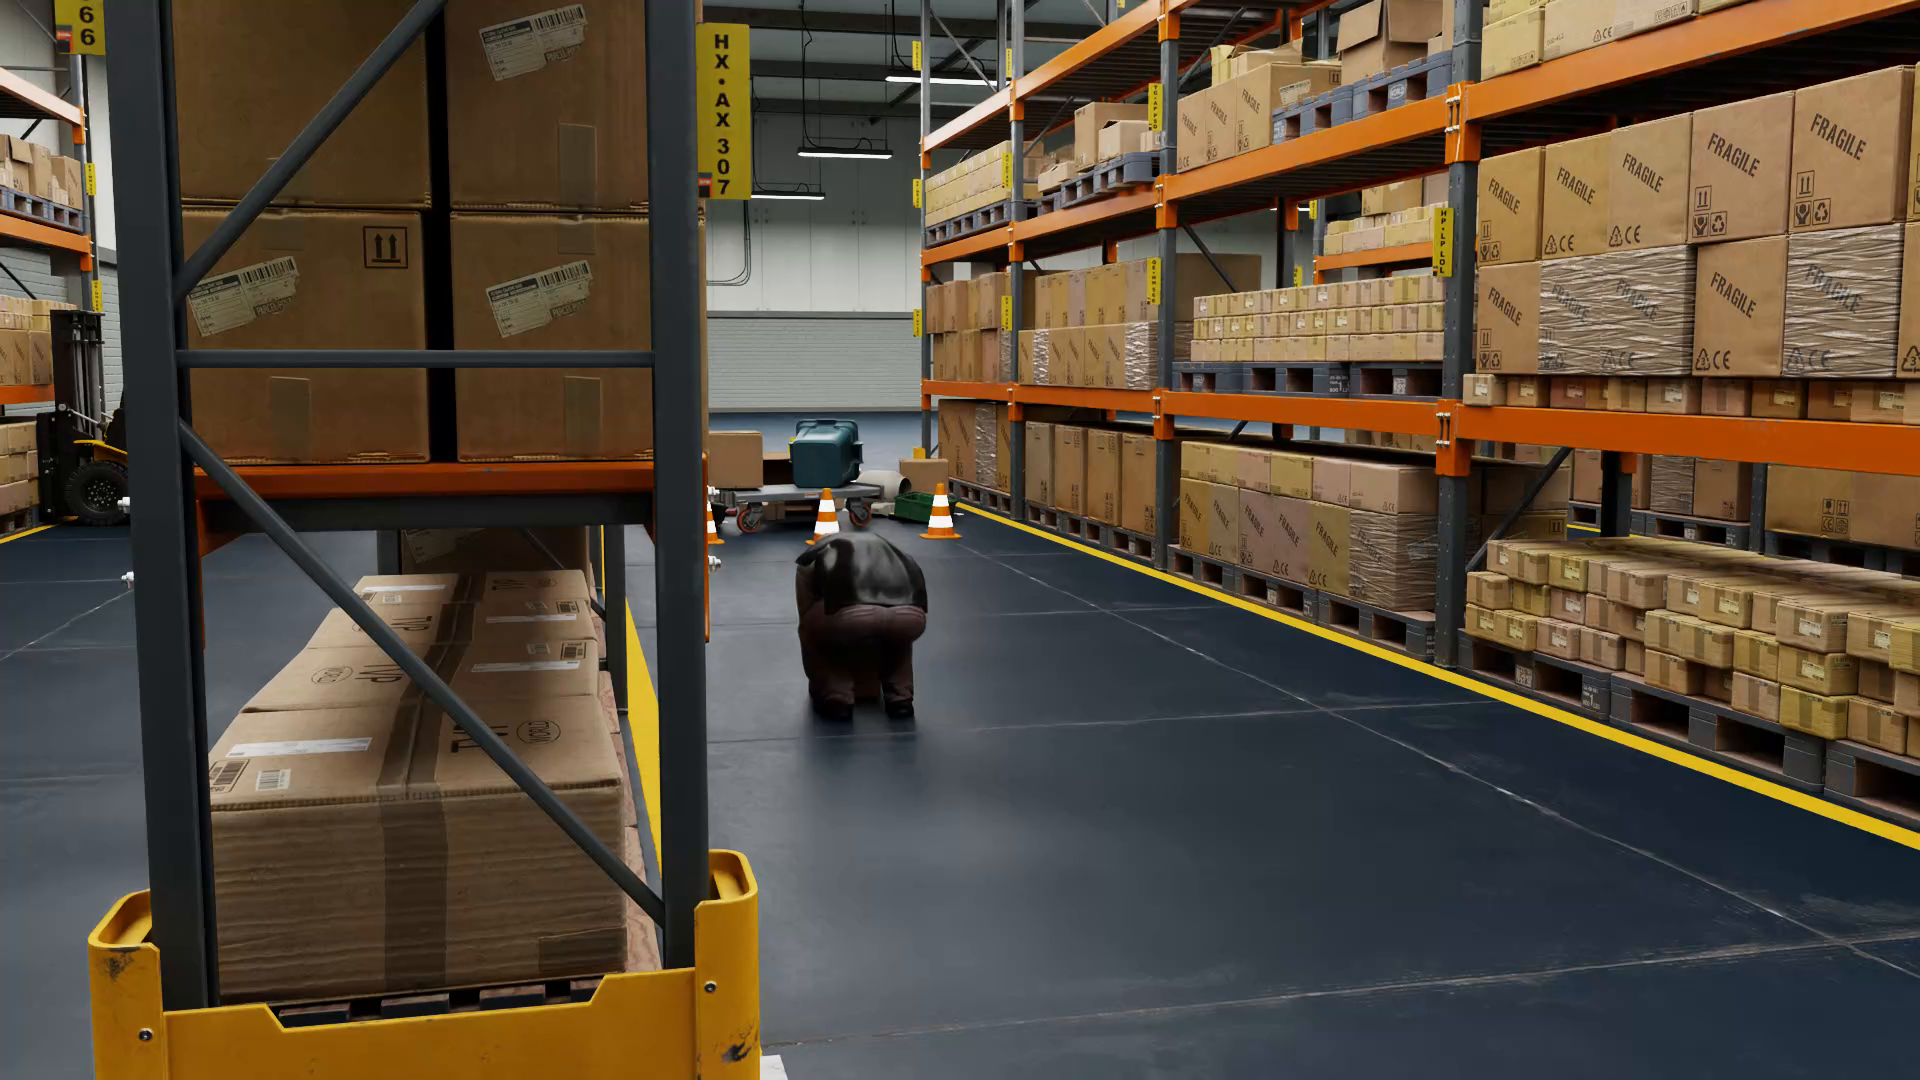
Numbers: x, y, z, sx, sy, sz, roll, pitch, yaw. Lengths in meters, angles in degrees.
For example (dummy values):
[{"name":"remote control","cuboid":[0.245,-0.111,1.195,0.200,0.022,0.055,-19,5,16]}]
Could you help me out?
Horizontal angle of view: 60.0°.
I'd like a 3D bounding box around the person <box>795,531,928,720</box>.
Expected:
[{"name":"person","cuboid":[-0.448,0.361,7.288,0.508,0.791,0.935,-2,6,-15]}]
